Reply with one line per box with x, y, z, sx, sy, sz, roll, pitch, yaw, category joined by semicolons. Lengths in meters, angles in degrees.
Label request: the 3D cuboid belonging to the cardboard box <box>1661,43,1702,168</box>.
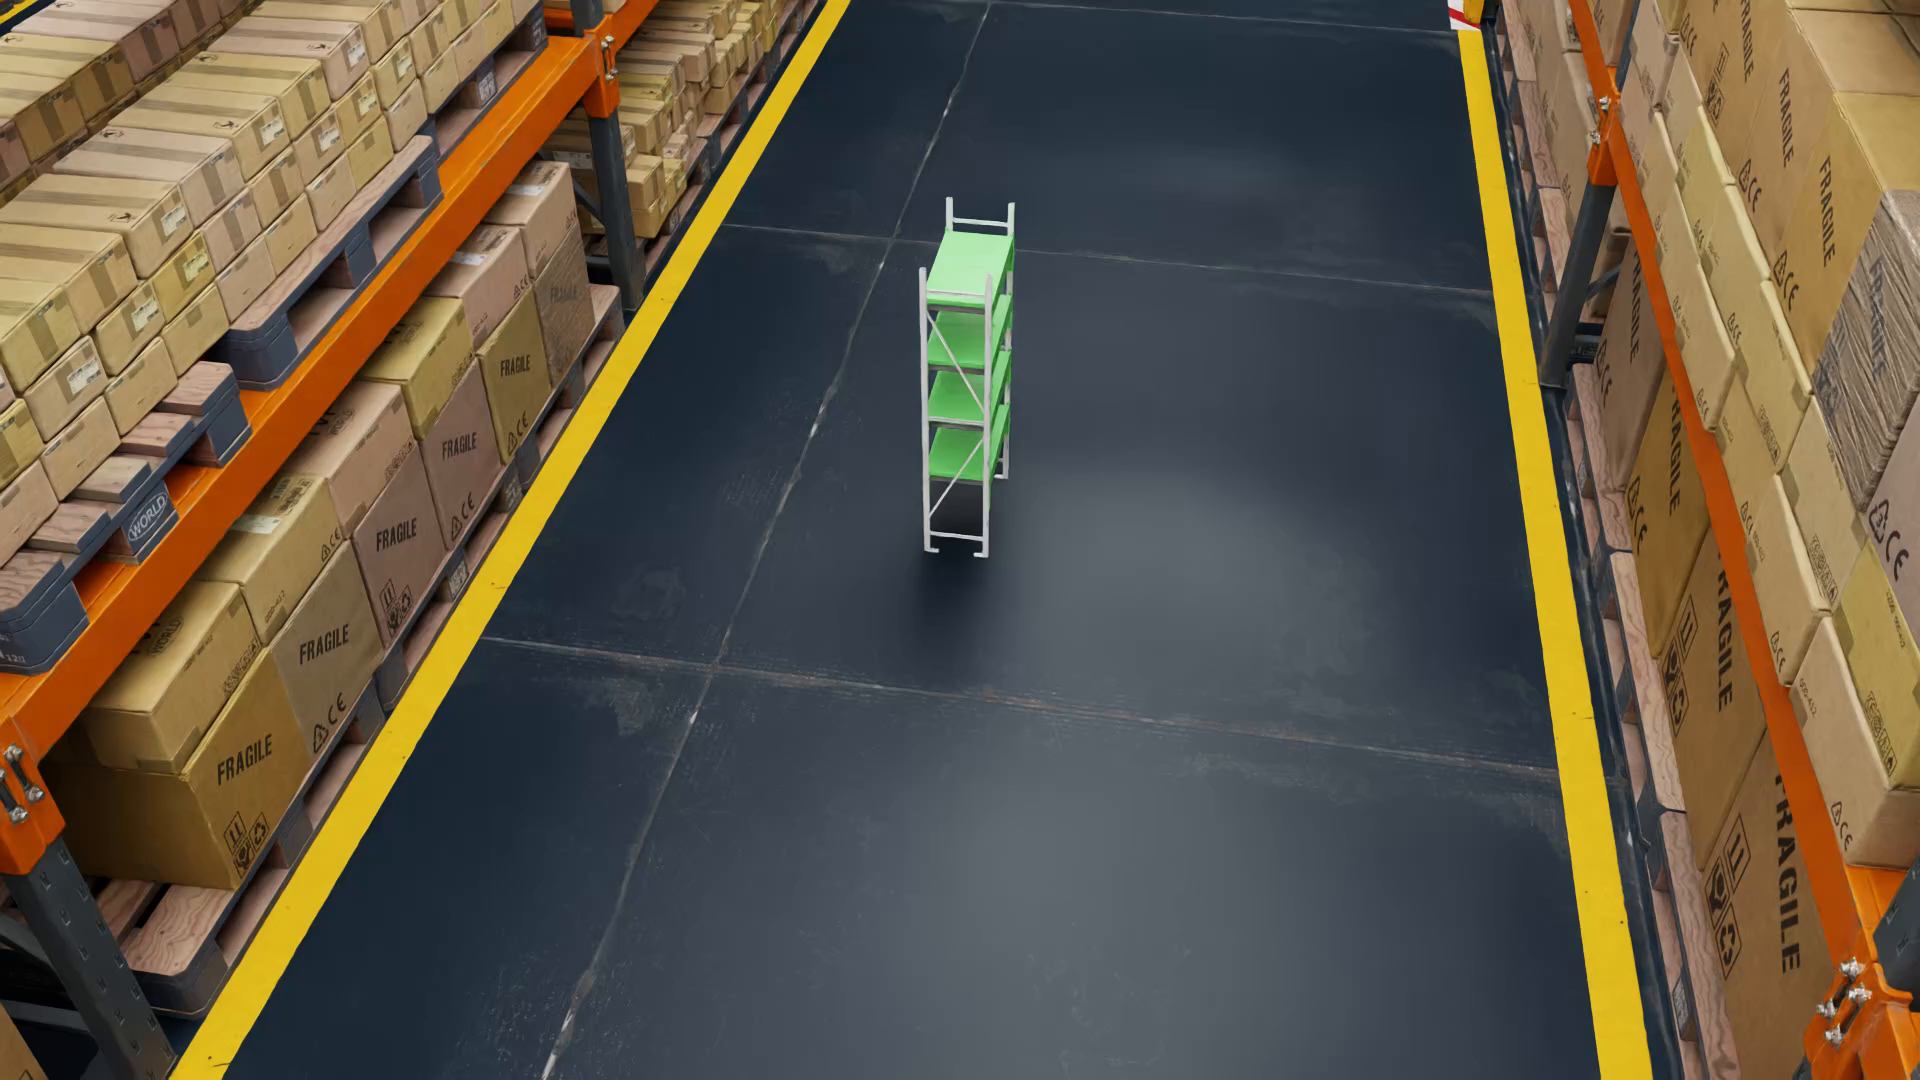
2.536;-1.344;5.247;0.500;0.250;0.500;7;40;8;cardboard box

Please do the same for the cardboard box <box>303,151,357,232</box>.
-2.083;-1.076;5.065;0.380;0.149;0.250;5;40;6;cardboard box

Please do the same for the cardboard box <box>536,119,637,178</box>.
-1.677;-1.753;7.457;0.380;0.149;0.250;8;40;9;cardboard box

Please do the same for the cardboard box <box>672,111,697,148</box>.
-1.529;-2.017;8.243;0.380;0.149;0.250;6;40;7;cardboard box

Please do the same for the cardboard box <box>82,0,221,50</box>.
-2.641;-1.711;5.367;0.380;0.149;0.250;6;40;7;cardboard box

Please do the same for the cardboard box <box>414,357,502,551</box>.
-2.003;-0.330;5.927;0.500;0.500;0.500;6;40;7;cardboard box

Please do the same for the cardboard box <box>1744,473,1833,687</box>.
2.165;0.115;3.874;0.500;0.250;0.500;7;40;8;cardboard box

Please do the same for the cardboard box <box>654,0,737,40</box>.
-1.382;-2.731;8.640;0.380;0.149;0.250;7;40;8;cardboard box

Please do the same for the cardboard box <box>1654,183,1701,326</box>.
2.423;-0.835;5.024;0.500;0.250;0.500;6;40;7;cardboard box

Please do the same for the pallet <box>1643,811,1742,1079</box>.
2.470;1.314;4.495;1.003;0.211;1.213;6;40;8;pallet

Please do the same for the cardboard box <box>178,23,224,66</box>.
-2.638;-1.593;5.456;0.380;0.149;0.250;8;40;9;cardboard box

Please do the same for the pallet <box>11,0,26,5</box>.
-6.178;-3.802;10.684;1.003;0.211;1.213;6;40;8;pallet

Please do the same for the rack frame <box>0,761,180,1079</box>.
-2.633;0.243;3.602;1.000;3.000;0.127;6;40;8;rack frame

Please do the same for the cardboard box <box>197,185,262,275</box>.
-2.176;-0.870;4.583;0.380;0.149;0.250;6;40;8;cardboard box

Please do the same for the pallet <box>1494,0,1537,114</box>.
3.583;-2.710;9.362;1.003;0.211;1.213;6;40;8;pallet

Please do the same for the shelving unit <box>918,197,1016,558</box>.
0.029;-0.566;5.993;0.258;1.200;0.503;6;40;8;shelving unit

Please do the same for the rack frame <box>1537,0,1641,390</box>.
2.952;-1.785;6.054;1.000;3.000;0.127;6;40;8;rack frame

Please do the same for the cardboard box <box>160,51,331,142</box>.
-2.090;-1.301;4.870;0.380;0.149;0.250;6;40;7;cardboard box

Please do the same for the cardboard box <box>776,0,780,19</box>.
-1.240;-3.002;9.434;0.380;0.149;0.250;7;40;8;cardboard box

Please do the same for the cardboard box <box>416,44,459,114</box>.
-1.948;-1.584;5.680;0.380;0.149;0.250;4;40;5;cardboard box

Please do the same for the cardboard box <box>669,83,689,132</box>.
-1.551;-2.132;8.149;0.380;0.149;0.250;4;40;5;cardboard box

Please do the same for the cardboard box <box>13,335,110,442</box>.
-2.307;-0.388;3.999;0.380;0.149;0.250;8;40;10;cardboard box

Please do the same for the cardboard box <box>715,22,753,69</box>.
-1.307;-2.605;8.721;0.380;0.149;0.250;7;40;8;cardboard box

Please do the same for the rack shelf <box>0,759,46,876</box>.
-2.979;1.776;2.313;1.077;0.370;4.000;6;40;8;rack shelf

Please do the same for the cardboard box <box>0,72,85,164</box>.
-2.774;-1.220;4.773;0.380;0.149;0.250;8;40;10;cardboard box

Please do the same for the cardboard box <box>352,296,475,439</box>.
-2.000;-0.605;5.671;0.500;0.250;0.500;5;40;6;cardboard box

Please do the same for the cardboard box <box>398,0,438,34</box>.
-1.956;-1.792;5.465;0.380;0.149;0.250;6;40;8;cardboard box

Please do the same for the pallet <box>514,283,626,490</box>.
-2.074;-0.704;6.935;1.003;0.211;1.213;6;40;8;pallet

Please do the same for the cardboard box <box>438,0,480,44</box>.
-1.905;-1.854;5.773;0.380;0.149;0.250;8;40;10;cardboard box

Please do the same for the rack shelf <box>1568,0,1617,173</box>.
3.298;-2.763;7.802;1.077;0.370;4.000;6;40;8;rack shelf

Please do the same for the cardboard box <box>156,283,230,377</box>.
-2.219;-0.588;4.474;0.380;0.149;0.250;8;40;10;cardboard box

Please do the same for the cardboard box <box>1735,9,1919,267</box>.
2.359;-1.002;4.245;0.500;0.500;0.500;6;40;7;cardboard box

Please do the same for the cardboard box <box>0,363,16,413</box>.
-2.362;-0.322;3.687;0.380;0.149;0.250;6;40;8;cardboard box

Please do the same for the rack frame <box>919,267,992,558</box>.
-0.014;-0.413;5.808;0.240;1.200;0.015;6;40;8;rack frame

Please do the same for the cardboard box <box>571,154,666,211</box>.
-1.563;-1.637;7.550;0.380;0.149;0.250;8;40;10;cardboard box

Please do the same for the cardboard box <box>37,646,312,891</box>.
-2.259;0.629;4.767;0.500;0.500;0.500;5;40;6;cardboard box

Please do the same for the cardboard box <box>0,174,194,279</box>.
-2.225;-0.808;4.274;0.380;0.149;0.250;5;40;6;cardboard box

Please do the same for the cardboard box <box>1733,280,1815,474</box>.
2.247;-0.387;4.089;0.500;0.250;0.500;5;40;7;cardboard box

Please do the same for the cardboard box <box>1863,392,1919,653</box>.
2.092;-0.051;3.095;0.500;0.500;0.500;5;40;6;cardboard box

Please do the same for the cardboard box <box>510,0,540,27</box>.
-1.815;-2.061;6.256;0.380;0.149;0.250;6;40;7;cardboard box

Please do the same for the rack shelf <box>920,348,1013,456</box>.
0.029;-0.517;6.034;0.258;0.148;0.480;6;40;8;rack shelf

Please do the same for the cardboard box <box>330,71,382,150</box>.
-2.040;-1.347;5.160;0.380;0.149;0.250;7;40;8;cardboard box

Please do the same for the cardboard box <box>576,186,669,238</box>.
-1.561;-1.523;7.646;0.380;0.149;0.250;5;40;6;cardboard box

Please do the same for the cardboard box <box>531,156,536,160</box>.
-2.165;-1.849;7.806;0.380;0.149;0.250;5;40;6;cardboard box

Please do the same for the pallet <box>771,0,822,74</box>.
-1.437;-3.149;9.893;1.003;0.211;1.213;6;40;8;pallet

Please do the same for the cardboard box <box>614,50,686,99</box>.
-1.553;-2.249;8.057;0.380;0.149;0.250;5;40;7;cardboard box

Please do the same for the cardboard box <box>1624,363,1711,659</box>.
2.775;-0.162;5.430;0.875;0.875;0.875;7;40;9;cardboard box

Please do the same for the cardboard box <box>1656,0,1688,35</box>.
2.593;-1.964;5.408;0.500;0.500;0.500;7;40;8;cardboard box

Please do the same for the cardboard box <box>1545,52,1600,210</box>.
3.321;-1.903;7.879;0.875;0.438;0.875;5;40;6;cardboard box

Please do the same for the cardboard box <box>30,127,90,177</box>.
-2.775;-1.106;4.868;0.380;0.149;0.250;7;40;9;cardboard box

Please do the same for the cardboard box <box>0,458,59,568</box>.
-2.357;-0.080;3.861;0.380;0.149;0.250;6;40;7;cardboard box

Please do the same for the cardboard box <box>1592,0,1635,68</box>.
2.780;-2.142;6.409;0.500;0.500;0.500;7;40;8;cardboard box

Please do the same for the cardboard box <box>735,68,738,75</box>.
-1.407;-2.515;8.846;0.380;0.149;0.250;7;40;9;cardboard box

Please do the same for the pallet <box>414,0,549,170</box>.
-2.216;-1.729;6.138;1.003;0.211;1.213;6;40;8;pallet

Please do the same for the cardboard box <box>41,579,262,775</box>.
-2.275;0.350;4.516;0.500;0.250;0.500;5;40;6;cardboard box
